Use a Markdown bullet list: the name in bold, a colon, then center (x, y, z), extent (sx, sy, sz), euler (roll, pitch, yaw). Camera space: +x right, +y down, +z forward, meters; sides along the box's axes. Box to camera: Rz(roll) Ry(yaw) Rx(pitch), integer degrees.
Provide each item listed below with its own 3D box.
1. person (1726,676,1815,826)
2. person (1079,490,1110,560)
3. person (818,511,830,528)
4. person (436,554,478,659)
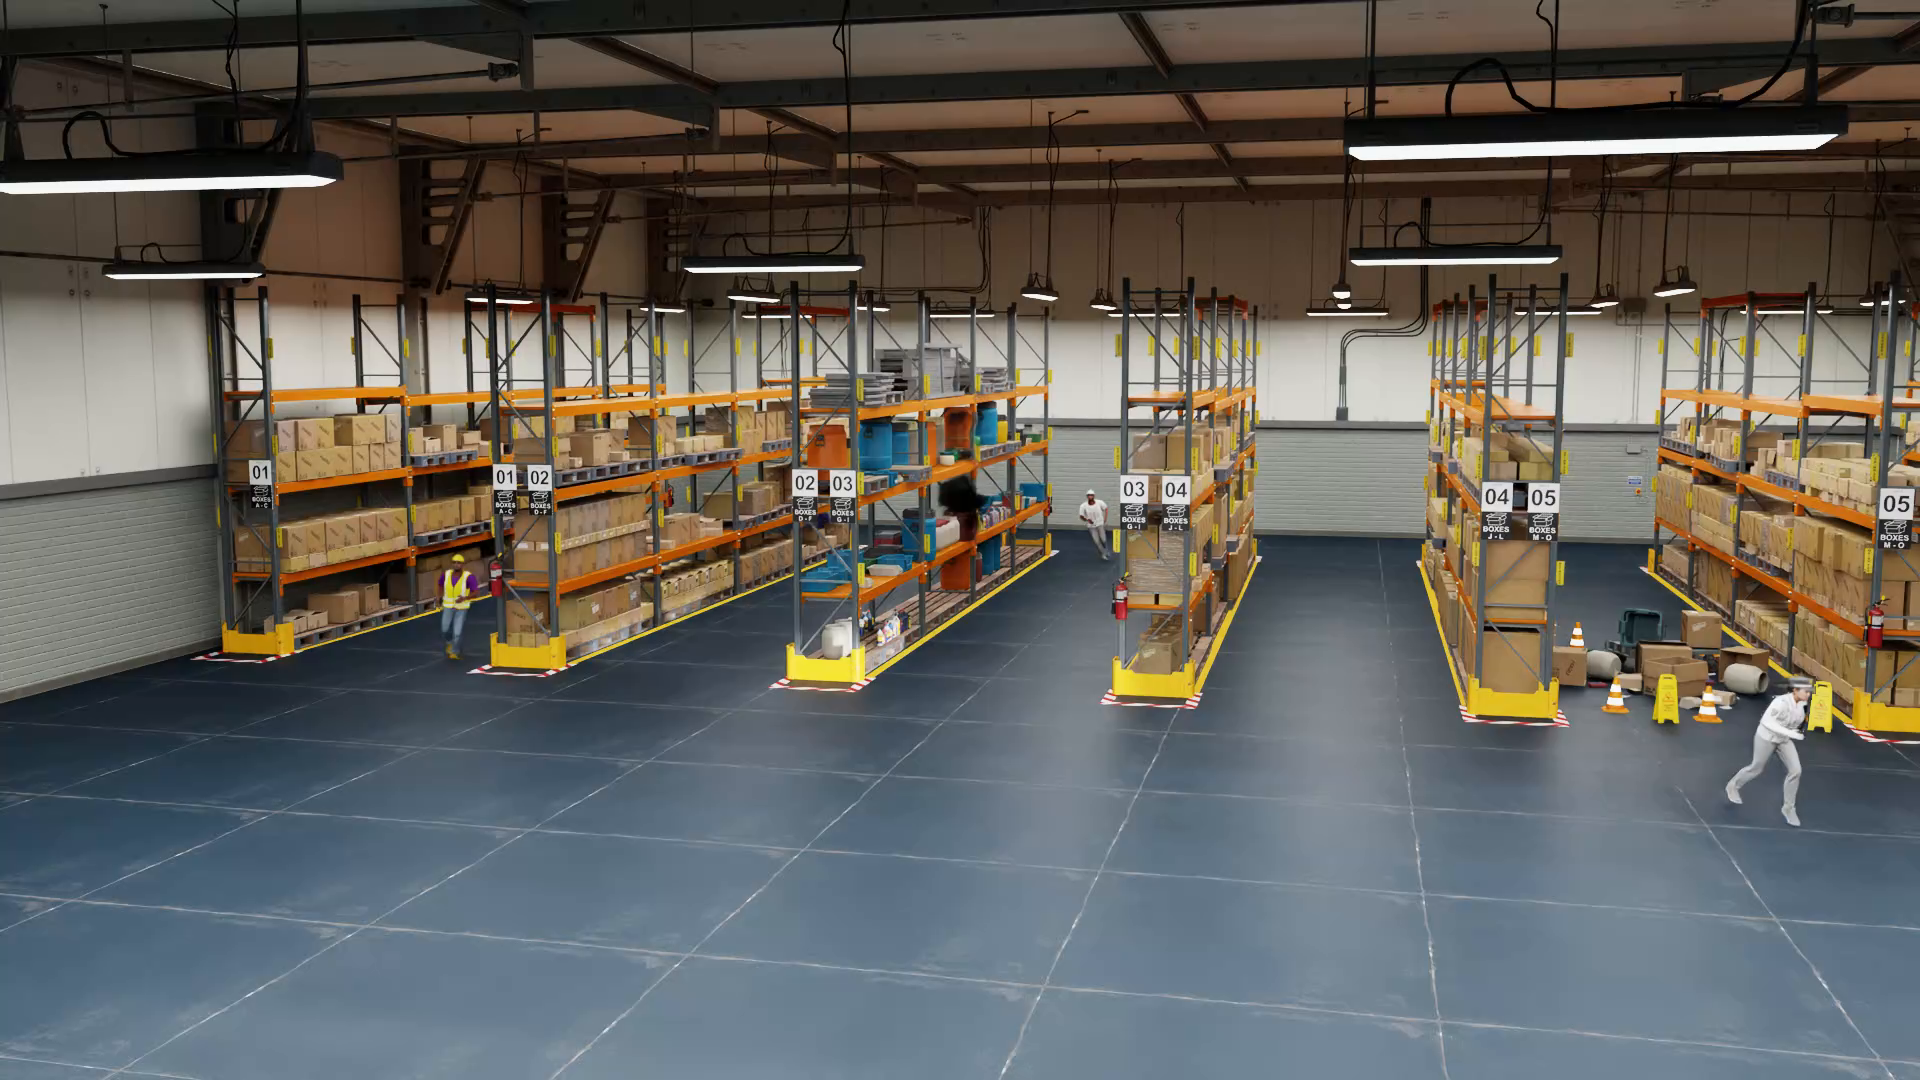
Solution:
- **person**: center (8.681, 2.201, 17.856), extent (0.629, 1.625, 0.964), euler (-3, 7, -27)
- **person**: center (3.189, -0.356, 39.334), extent (0.741, 1.674, 0.555), euler (0, 7, 2)
- **person**: center (-3.586, -0.756, 43.161), extent (0.577, 1.609, 0.593), euler (2, 7, 20)
- **person**: center (-8.085, 1.081, 26.703), extent (0.688, 1.711, 0.556), euler (-1, 7, -5)
